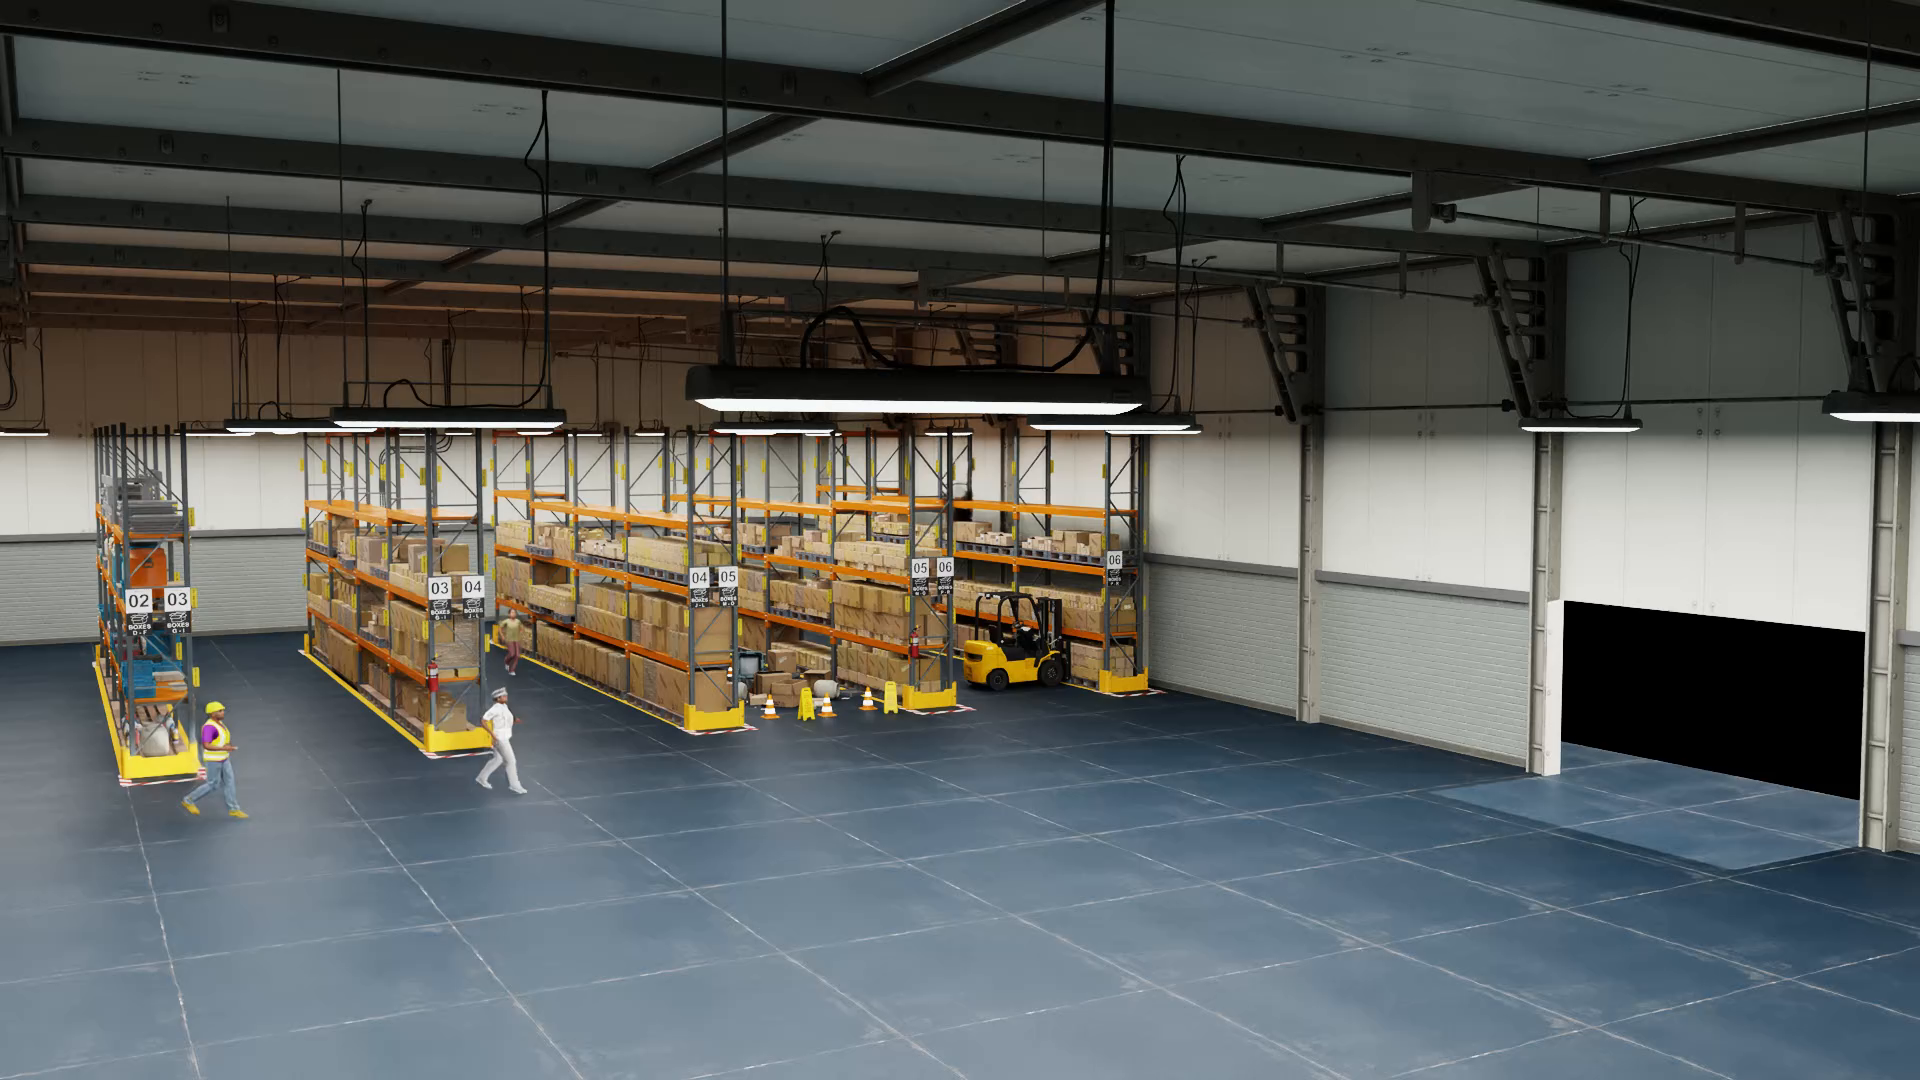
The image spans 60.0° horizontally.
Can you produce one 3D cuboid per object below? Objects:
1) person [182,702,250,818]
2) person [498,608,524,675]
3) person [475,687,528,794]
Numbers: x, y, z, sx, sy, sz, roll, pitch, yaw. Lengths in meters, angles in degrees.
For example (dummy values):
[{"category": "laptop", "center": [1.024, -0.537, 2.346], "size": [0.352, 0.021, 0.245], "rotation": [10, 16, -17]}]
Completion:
[{"category": "person", "center": [-11.203, 3.320, 24.998], "size": [0.952, 1.784, 0.715], "rotation": [0, 3, -5]}, {"category": "person", "center": [-10.835, 2.470, 40.290], "size": [0.575, 1.627, 0.540], "rotation": [-2, 4, -34]}, {"category": "person", "center": [-7.418, 3.232, 26.853], "size": [0.885, 1.721, 0.562], "rotation": [0, 3, 0]}]
